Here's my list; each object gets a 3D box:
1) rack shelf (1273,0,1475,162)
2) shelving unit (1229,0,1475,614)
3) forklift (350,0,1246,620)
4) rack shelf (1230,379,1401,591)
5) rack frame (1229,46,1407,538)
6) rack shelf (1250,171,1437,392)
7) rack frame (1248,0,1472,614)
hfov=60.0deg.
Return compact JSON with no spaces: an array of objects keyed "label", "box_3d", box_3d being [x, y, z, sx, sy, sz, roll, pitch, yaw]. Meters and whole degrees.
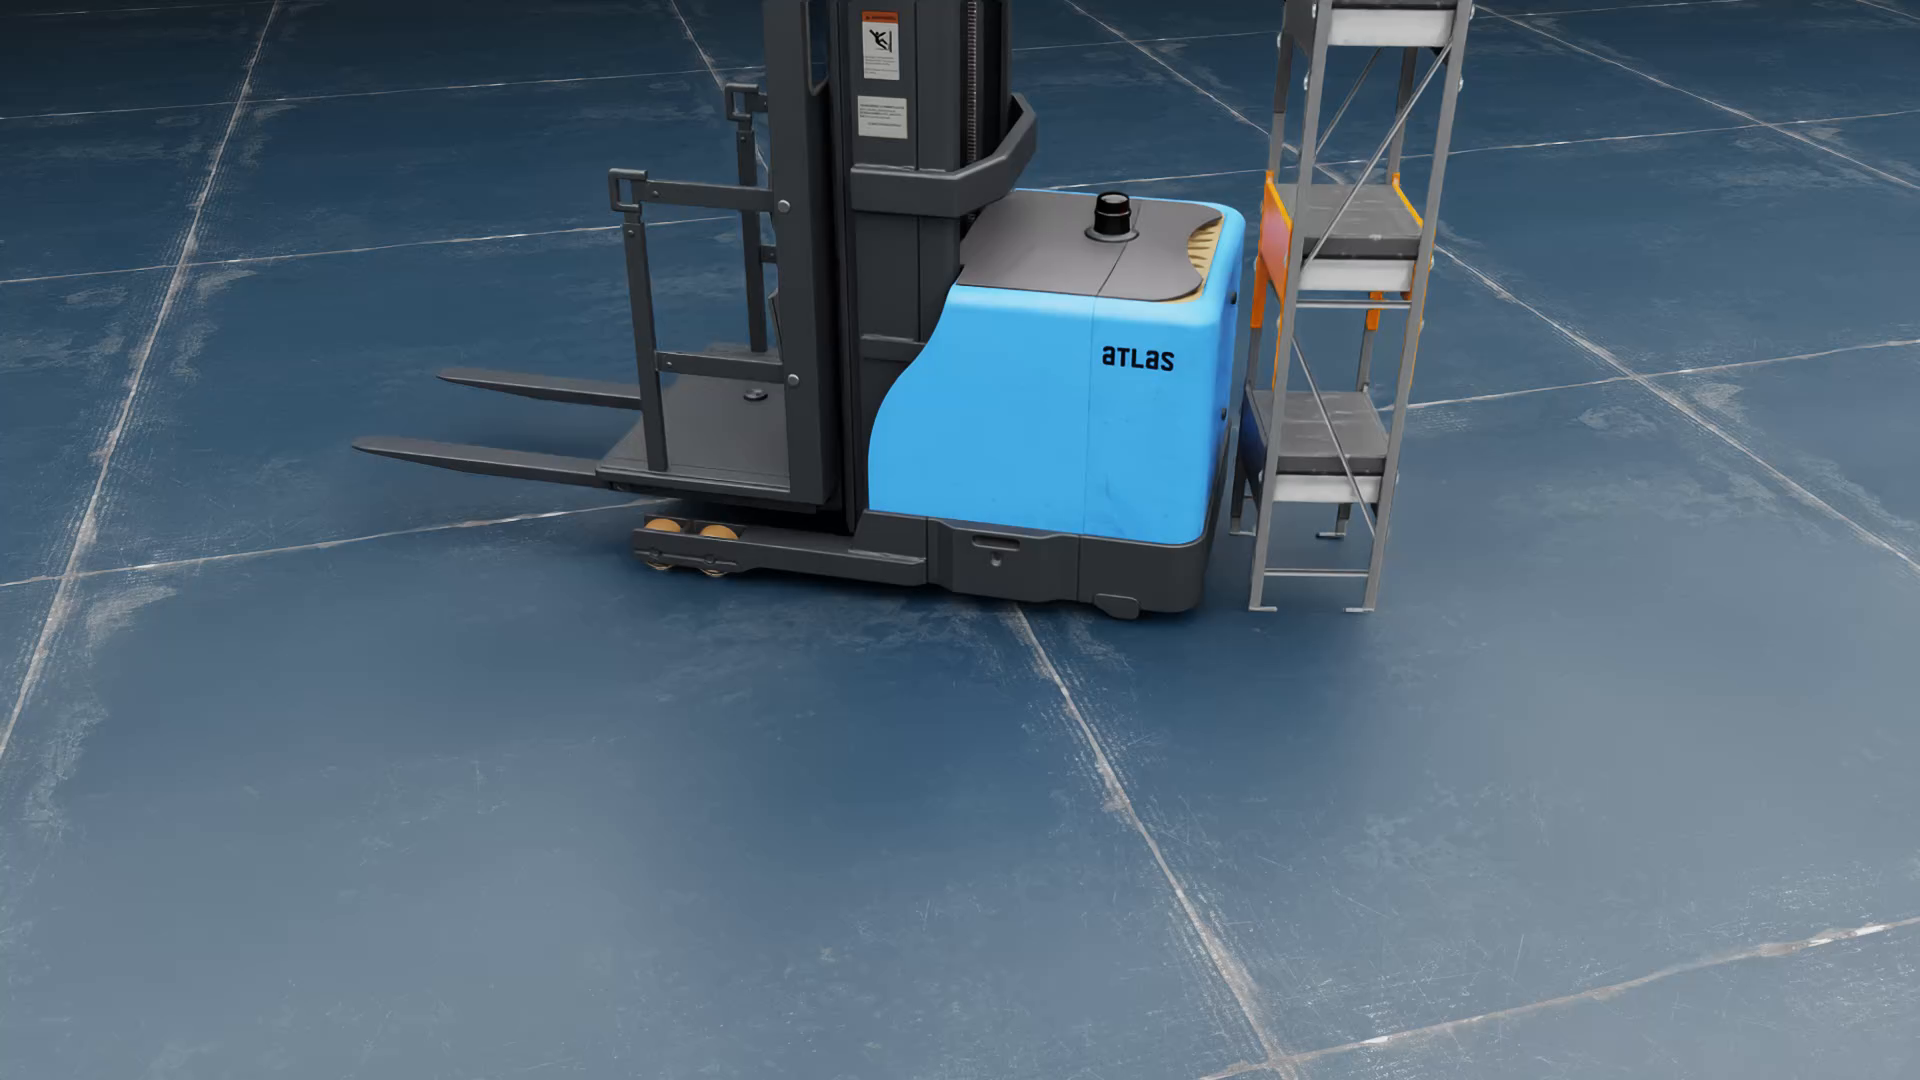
[{"label":"rack shelf","box_3d":[1.150,-1.395,4.689,0.431,0.518,0.480,1,30,0]},{"label":"shelving unit","box_3d":[1.143,-0.801,5.033,0.431,2.100,0.503,1,30,0]},{"label":"forklift","box_3d":[-0.612,-1.398,5.239,3.031,2.935,1.130,7,31,12]},{"label":"rack shelf","box_3d":[1.135,-0.183,5.390,0.431,0.518,0.480,1,30,0]},{"label":"rack frame","box_3d":[1.146,-0.923,5.244,0.400,2.100,0.015,1,30,0]},{"label":"rack shelf","box_3d":[1.143,-0.789,5.040,0.431,0.518,0.480,1,30,0]},{"label":"rack frame","box_3d":[1.140,-0.679,4.822,0.400,2.100,0.015,1,30,0]}]
